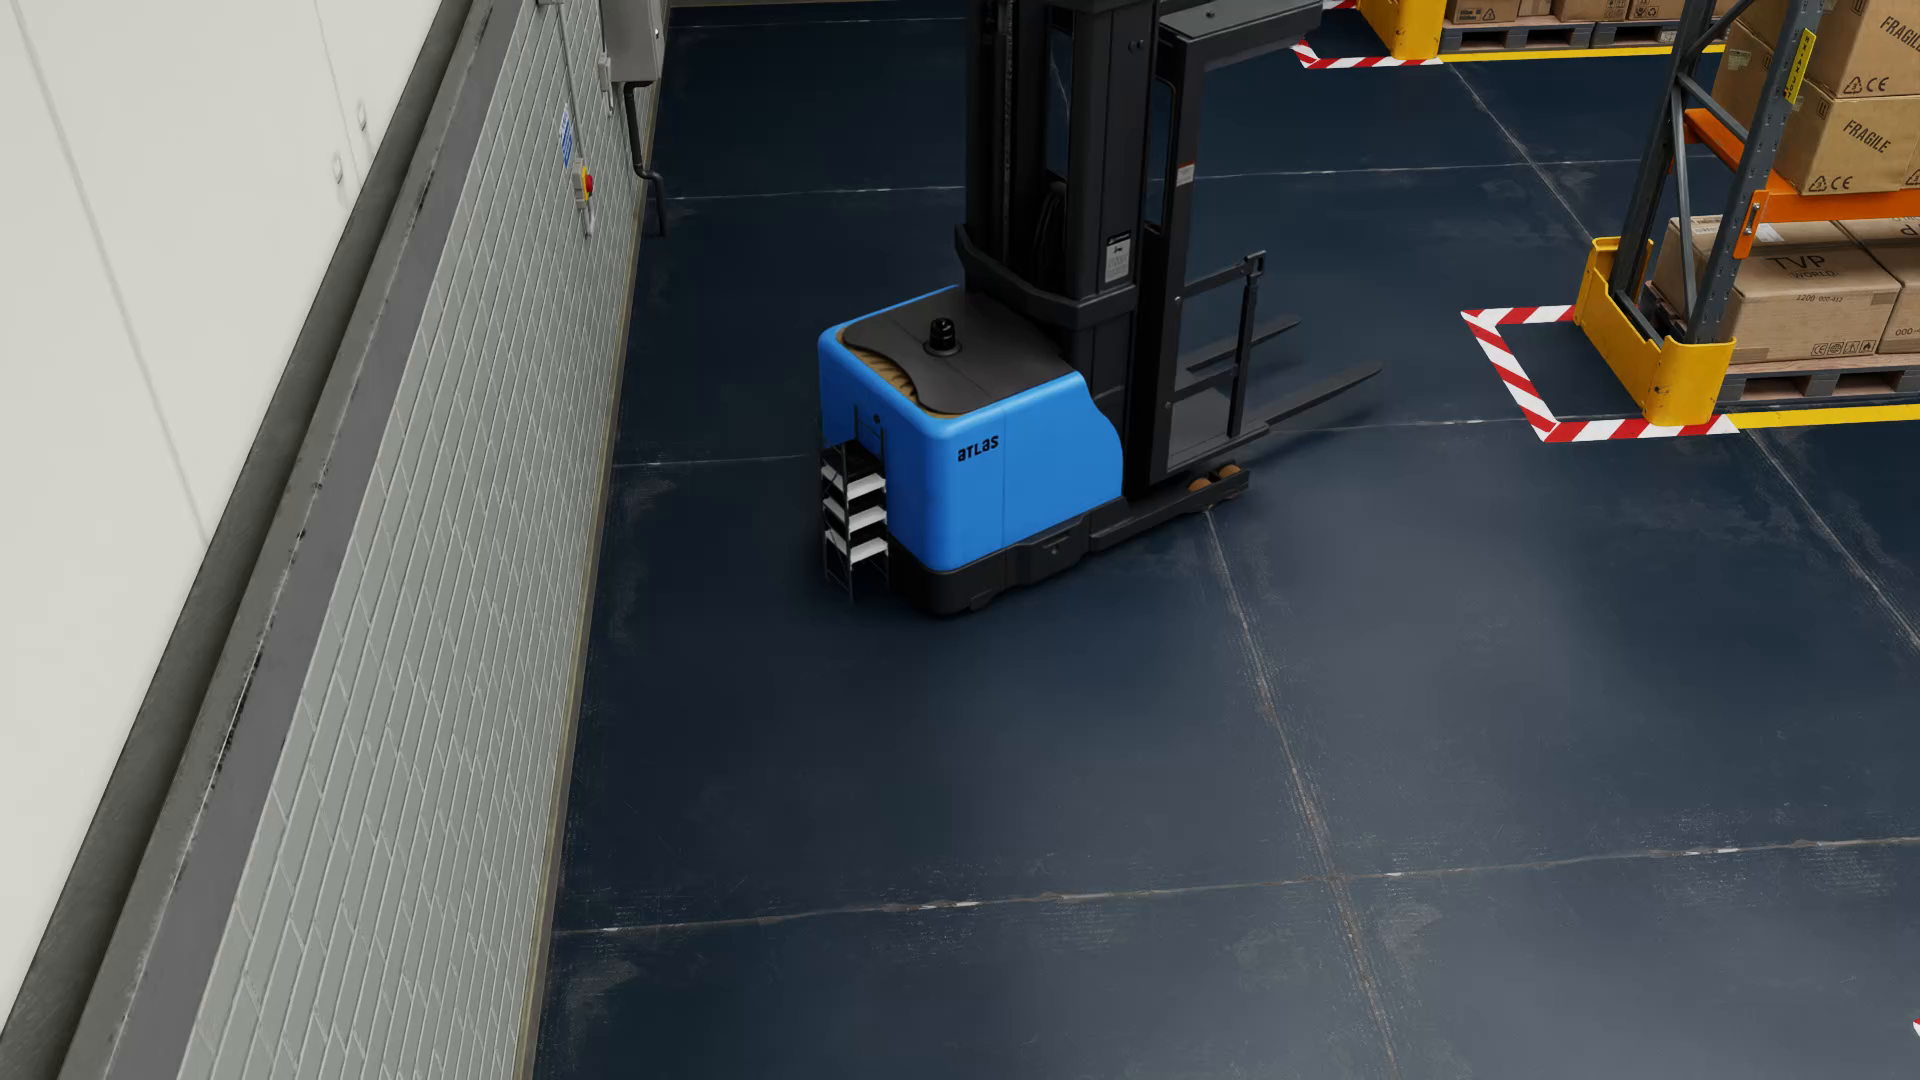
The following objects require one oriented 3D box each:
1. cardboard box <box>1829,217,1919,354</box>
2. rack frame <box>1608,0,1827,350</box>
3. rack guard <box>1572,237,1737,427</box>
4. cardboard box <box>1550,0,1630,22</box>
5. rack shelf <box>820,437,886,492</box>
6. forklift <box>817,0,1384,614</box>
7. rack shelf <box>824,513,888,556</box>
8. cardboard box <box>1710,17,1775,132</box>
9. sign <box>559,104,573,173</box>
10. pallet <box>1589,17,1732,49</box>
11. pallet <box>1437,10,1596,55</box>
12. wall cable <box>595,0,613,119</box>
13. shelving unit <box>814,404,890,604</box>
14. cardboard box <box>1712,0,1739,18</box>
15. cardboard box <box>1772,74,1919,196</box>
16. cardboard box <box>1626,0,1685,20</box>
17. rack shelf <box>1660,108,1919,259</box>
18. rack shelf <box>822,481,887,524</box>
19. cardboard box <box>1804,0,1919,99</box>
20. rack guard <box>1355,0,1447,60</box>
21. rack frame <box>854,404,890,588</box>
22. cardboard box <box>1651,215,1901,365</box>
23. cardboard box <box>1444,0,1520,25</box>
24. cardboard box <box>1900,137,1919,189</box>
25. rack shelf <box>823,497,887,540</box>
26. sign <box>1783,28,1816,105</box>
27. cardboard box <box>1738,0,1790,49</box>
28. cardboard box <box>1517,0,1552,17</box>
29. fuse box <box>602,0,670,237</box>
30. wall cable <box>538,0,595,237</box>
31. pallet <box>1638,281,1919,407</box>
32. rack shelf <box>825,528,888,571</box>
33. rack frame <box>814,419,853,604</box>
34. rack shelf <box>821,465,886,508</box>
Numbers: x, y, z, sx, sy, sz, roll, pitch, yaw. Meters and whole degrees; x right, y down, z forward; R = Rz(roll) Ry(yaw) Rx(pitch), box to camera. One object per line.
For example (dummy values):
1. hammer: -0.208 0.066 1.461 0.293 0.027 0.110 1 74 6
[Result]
1. cardboard box: 5.375 -1.460 9.230 0.875 0.438 0.875 -2 38 -3
2. rack frame: 3.815 -2.147 8.372 0.127 3.000 1.000 -3 38 -4
3. rack guard: 3.791 -1.165 9.144 0.348 0.500 1.175 -3 38 -4
4. cardboard box: 4.844 -4.391 12.895 0.500 0.500 0.700 -2 38 -2
5. rack shelf: -0.484 -0.339 7.393 0.200 0.077 0.258 -23 44 -27
6. forklift: 0.836 -1.535 7.651 3.031 2.935 1.130 -23 44 -27
7. rack shelf: -0.484 -0.056 7.616 0.200 0.077 0.258 -23 44 -27
8. cardboard box: 4.272 -2.376 8.581 0.500 0.500 0.500 -3 38 -4
9. sign: -1.856 -1.896 7.836 0.001 0.218 0.327 -3 38 -4
10. pallet: 5.454 -4.228 13.261 1.213 0.211 1.003 -3 38 -4
11. pallet: 4.242 -4.163 13.178 1.213 0.211 1.003 -3 38 -4
12. wall cable: -1.937 -3.097 8.755 0.122 1.984 0.588 -3 38 -4
13. shelving unit: -0.484 -0.153 7.539 0.210 0.900 0.258 -23 44 -27
14. cardboard box: 5.878 -4.448 12.967 0.500 0.500 0.700 -5 38 -6
15. cardboard box: 4.319 -2.036 8.150 0.500 0.500 0.500 -3 38 -4
16. cardboard box: 5.380 -4.358 12.853 0.500 0.500 0.500 -2 38 -3
17. rack shelf: 5.807 -1.975 8.734 4.000 0.370 1.077 -3 38 -4
18. rack shelf: -0.484 -0.197 7.504 0.200 0.077 0.258 -23 44 -27
19. cardboard box: 4.318 -2.430 7.842 0.500 0.500 0.500 -4 38 -5
20. rack guard: 3.447 -4.232 13.033 0.348 0.500 1.175 -3 38 -4
21. rack frame: -0.401 -0.189 7.585 0.006 0.900 0.240 -23 44 -27
22. cardboard box: 4.464 -1.404 9.160 0.875 0.438 0.875 -4 38 -6
23. cardboard box: 3.989 -4.370 12.865 0.637 0.503 0.797 -5 39 -6
24. cardboard box: 4.820 -2.081 8.207 0.500 0.500 0.500 -4 38 -5
25. rack shelf: -0.484 -0.127 7.560 0.200 0.077 0.258 -23 44 -27
26. sign: 3.858 -2.176 7.645 0.005 0.325 0.100 -3 38 -4
27. cardboard box: 4.274 -2.752 8.251 0.500 0.500 0.500 -2 38 -2
28. cardboard box: 4.416 -4.230 12.974 0.250 0.149 0.380 -5 39 -6
29. fuse box: -1.840 -2.622 10.013 0.414 1.711 0.539 -3 38 -4
30. wall cable: -1.799 -2.235 7.637 0.123 1.953 0.585 -3 38 -4
31. pallet: 4.605 -1.145 9.352 1.213 0.211 1.003 -3 38 -4
32. rack shelf: -0.484 0.015 7.671 0.200 0.077 0.258 -23 44 -27
33. rack frame: -0.567 -0.117 7.493 0.006 0.900 0.240 -23 44 -27
34. rack shelf: -0.484 -0.268 7.448 0.200 0.077 0.258 -23 44 -27
